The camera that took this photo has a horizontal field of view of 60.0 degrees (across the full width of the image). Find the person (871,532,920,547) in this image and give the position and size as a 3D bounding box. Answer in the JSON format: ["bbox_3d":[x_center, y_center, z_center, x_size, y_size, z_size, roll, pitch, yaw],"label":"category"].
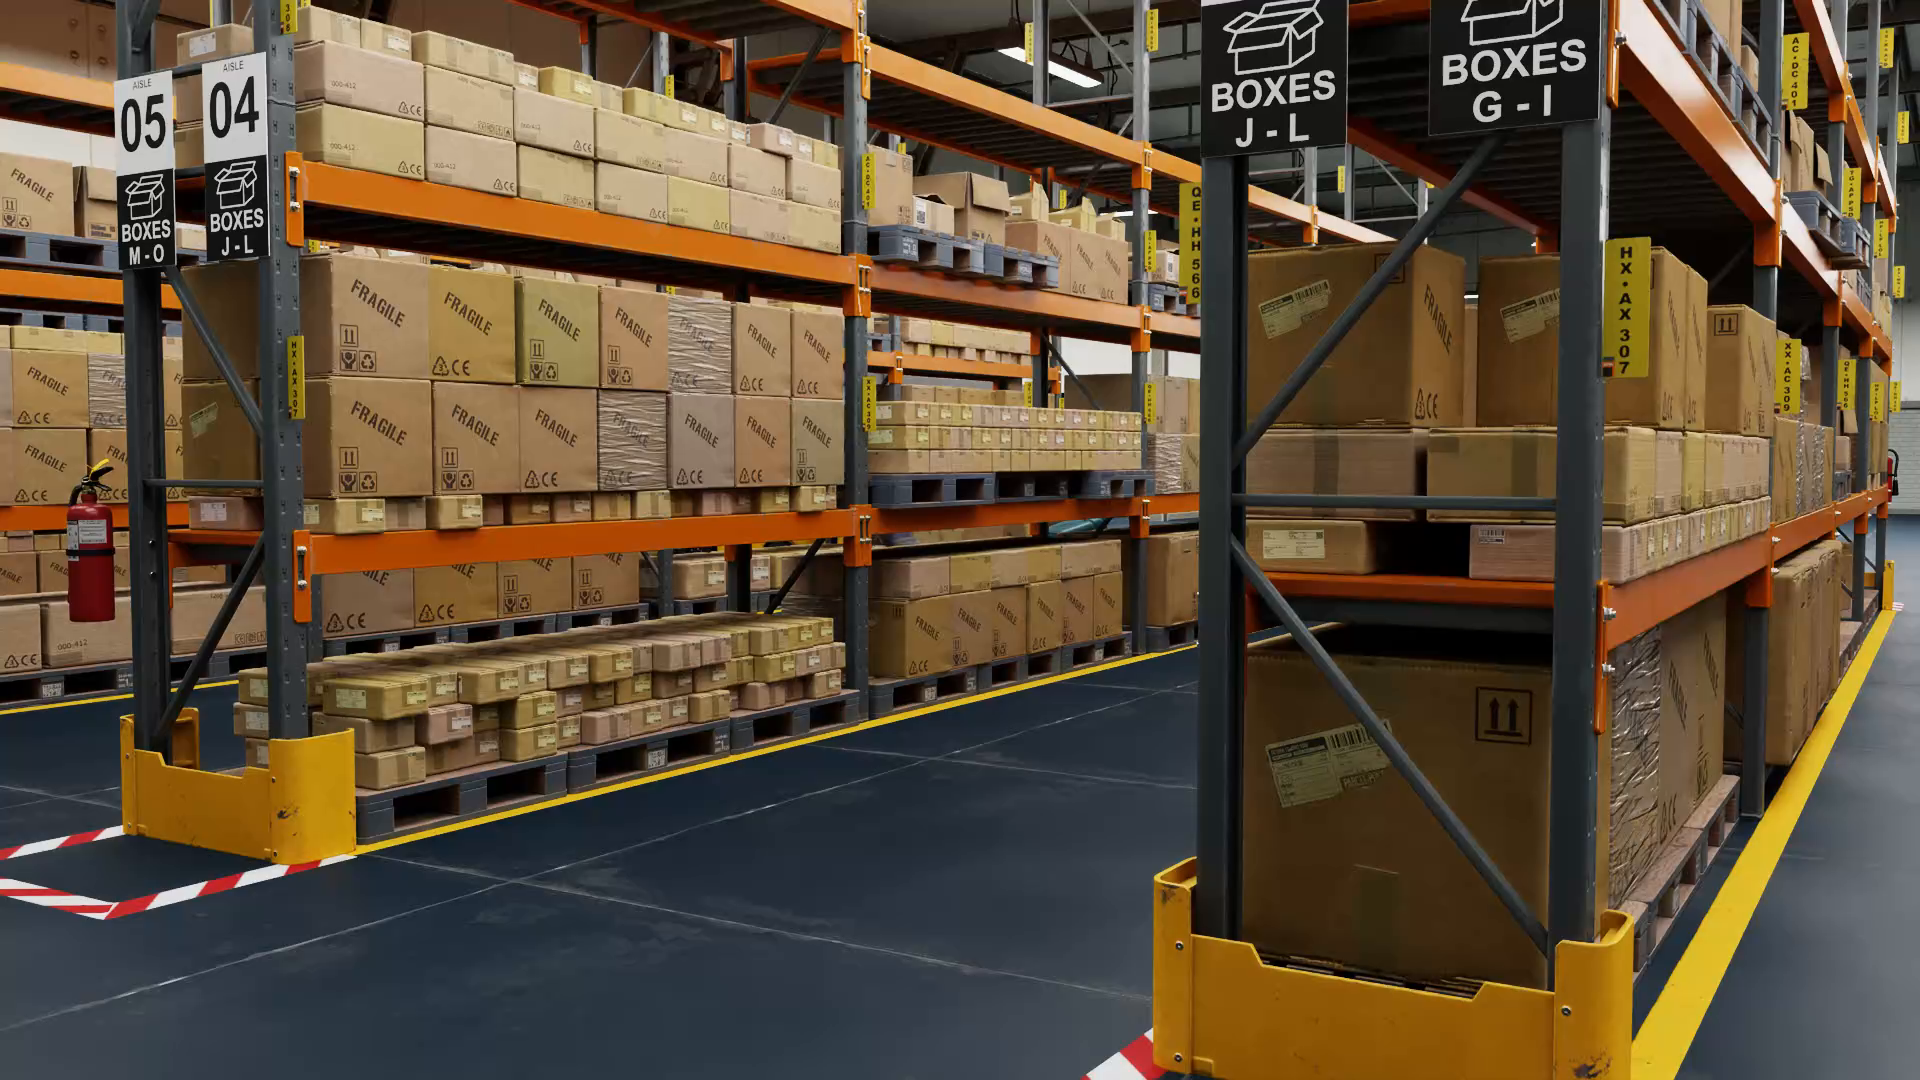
[{"bbox_3d":[-0.726,0.157,16.672,0.698,1.248,0.500,2,3,31],"label":"person"}]
